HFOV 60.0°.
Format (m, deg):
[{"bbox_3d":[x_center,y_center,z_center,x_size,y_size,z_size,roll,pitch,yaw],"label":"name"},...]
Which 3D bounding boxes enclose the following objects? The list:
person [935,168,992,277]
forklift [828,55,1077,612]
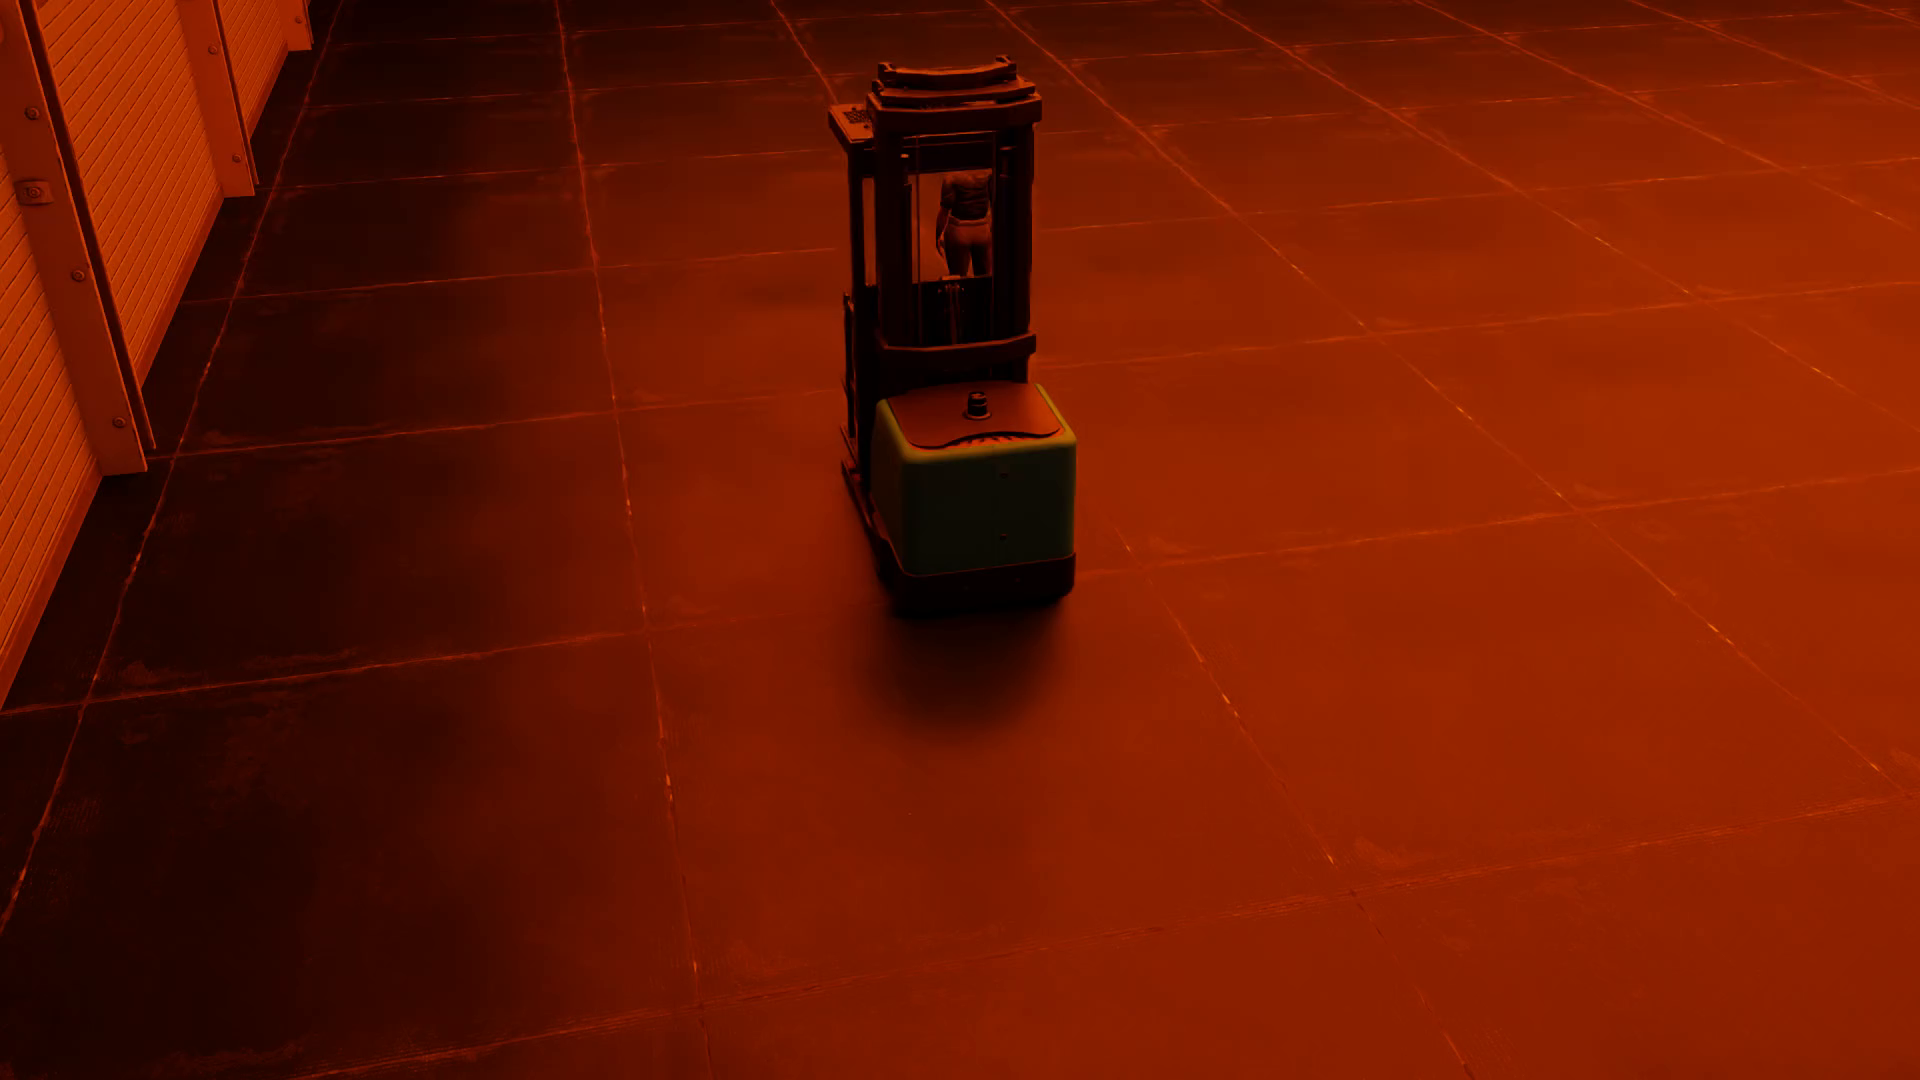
[{"bbox_3d":[0.044,-2.388,12.971,0.551,1.662,0.483,-10,32,-17],"label":"person"},{"bbox_3d":[-0.170,-1.577,10.298,1.130,2.935,3.031,-7,31,-12],"label":"forklift"}]
